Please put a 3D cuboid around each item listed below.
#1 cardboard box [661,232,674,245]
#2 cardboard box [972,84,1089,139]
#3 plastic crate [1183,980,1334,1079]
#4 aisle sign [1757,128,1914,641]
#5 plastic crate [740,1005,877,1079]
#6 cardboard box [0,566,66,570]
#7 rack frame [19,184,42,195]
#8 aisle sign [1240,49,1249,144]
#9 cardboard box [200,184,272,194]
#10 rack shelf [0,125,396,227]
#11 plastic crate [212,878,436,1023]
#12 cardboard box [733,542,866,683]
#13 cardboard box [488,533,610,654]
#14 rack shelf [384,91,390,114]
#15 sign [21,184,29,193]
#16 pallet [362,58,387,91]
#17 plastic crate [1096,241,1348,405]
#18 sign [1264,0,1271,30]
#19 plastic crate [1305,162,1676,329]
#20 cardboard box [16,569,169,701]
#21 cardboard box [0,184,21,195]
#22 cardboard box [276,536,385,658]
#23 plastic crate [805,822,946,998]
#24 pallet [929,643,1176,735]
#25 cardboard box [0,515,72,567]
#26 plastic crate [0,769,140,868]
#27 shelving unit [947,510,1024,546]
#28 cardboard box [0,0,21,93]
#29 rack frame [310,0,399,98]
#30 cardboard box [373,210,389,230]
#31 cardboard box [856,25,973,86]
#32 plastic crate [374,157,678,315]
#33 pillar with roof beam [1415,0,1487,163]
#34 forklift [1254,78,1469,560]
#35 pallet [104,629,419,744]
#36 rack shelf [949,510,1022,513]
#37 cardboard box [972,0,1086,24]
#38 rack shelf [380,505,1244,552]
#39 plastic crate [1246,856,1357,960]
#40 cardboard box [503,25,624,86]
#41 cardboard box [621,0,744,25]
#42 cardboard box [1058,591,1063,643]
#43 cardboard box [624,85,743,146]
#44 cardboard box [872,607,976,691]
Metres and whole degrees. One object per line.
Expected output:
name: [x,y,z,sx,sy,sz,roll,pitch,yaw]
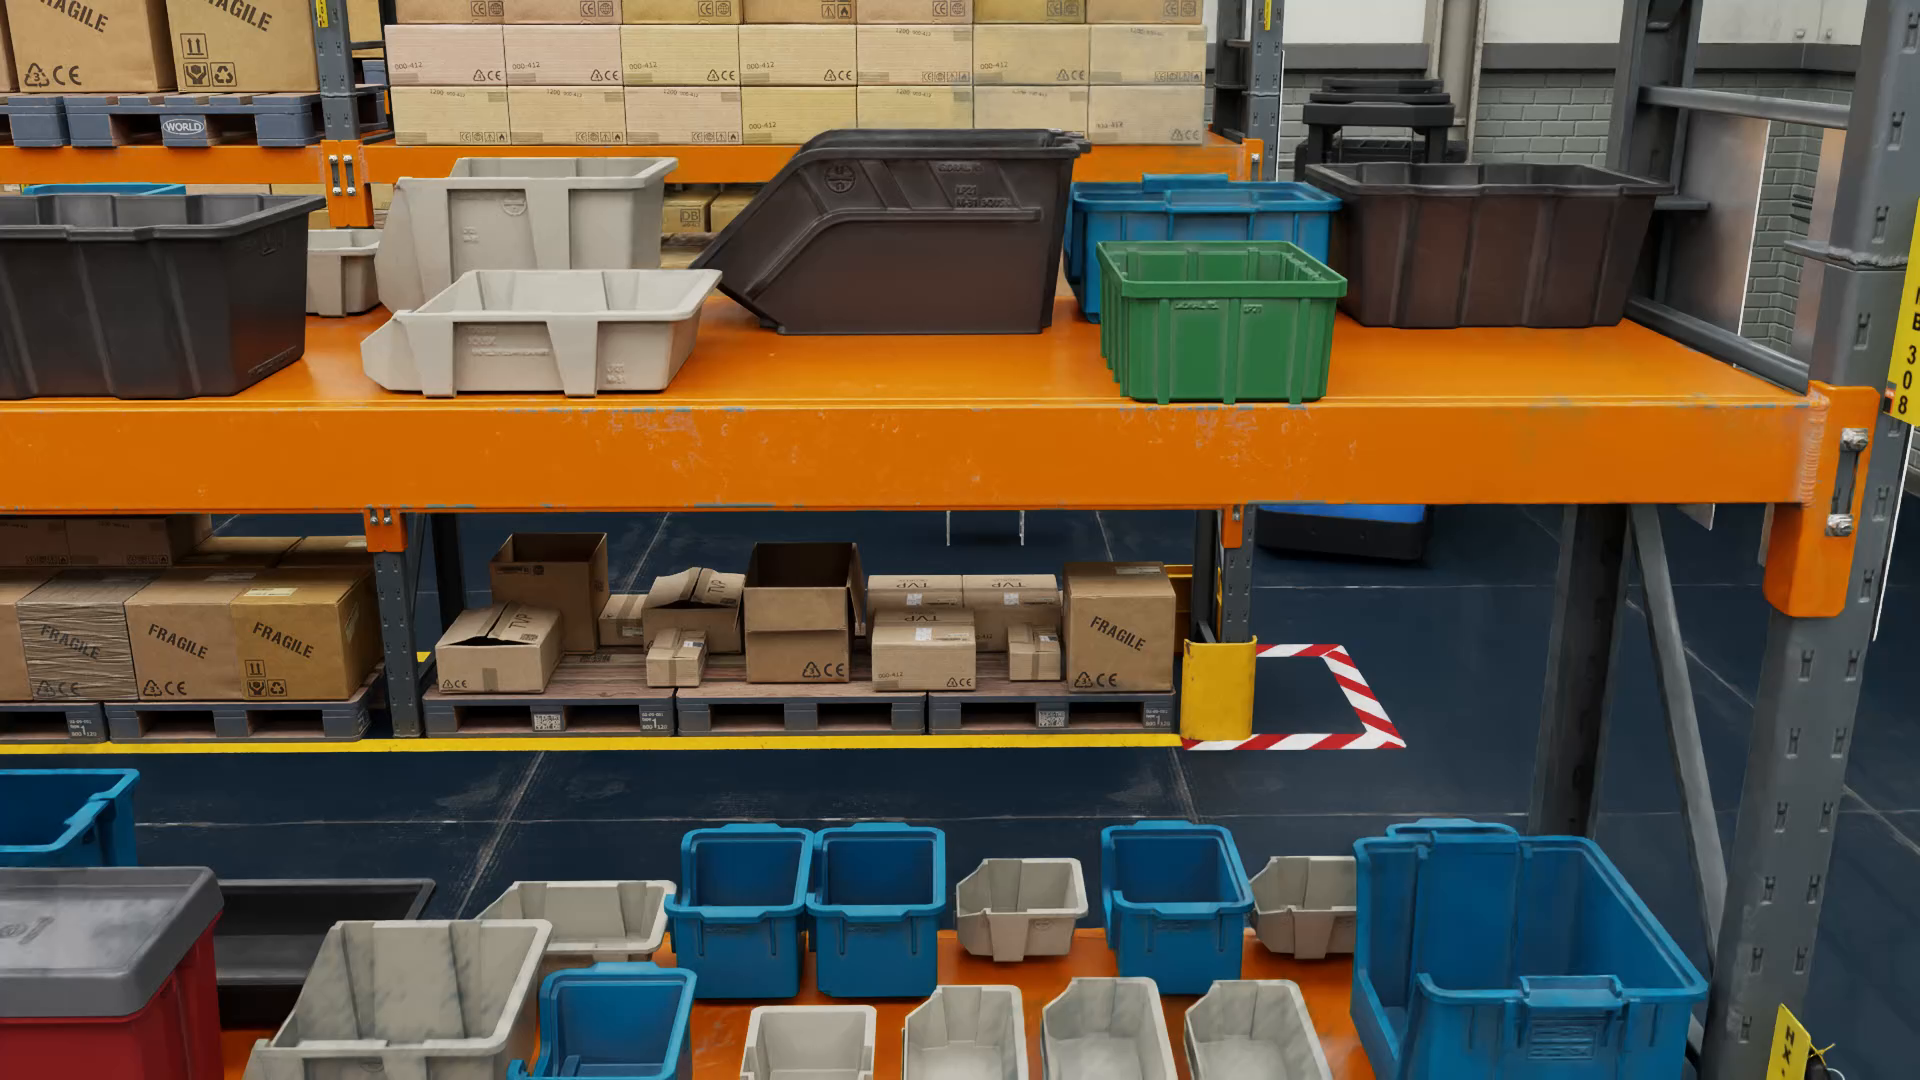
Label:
cardboard box: [-1.673,-1.227,8.161,0.500,0.500,0.500,-1,18,-2]
cardboard box: [0.303,-1.913,7.434,0.500,0.250,0.500,0,18,-1]
plastic crate: [0.574,1.031,3.255,0.243,0.136,0.396,0,18,-1]
aisle sign: [1.463,-0.274,2.734,0.004,0.787,0.394,0,18,-1]
plastic crate: [-0.289,1.044,3.215,0.250,0.136,0.298,0,18,-1]
cardboard box: [-4.713,0.299,8.578,0.500,0.500,0.500,-1,18,-3]
rack frame: [-6.768,-2.112,12.721,0.127,3.000,1.000,0,18,-1]
aisle sign: [1.376,-1.966,8.009,0.004,0.787,0.394,0,18,-1]
cardboard box: [-5.273,-2.598,12.324,0.500,0.250,0.500,0,18,0]
rack shelf: [-4.687,-1.695,7.687,4.000,0.370,1.077,0,18,-1]
plastic crate: [-1.498,0.909,3.654,0.590,0.125,0.437,0,18,-1]
cardboard box: [-0.809,0.350,8.412,0.637,0.503,0.797,0,18,-1]
cardboard box: [-2.122,0.273,8.658,0.500,0.500,0.500,0,18,-1]
rack shelf: [-4.769,-3.208,12.403,4.000,0.370,1.077,0,18,-1]
sign: [-6.750,-2.460,12.040,0.005,0.325,0.100,0,18,-1]
pallet: [-3.685,-3.449,12.292,1.217,0.209,0.805,-1,18,-3]
plastic crate: [0.405,-0.360,2.696,0.336,0.188,0.450,0,18,-1]
sign: [1.301,-2.318,7.003,0.005,0.325,0.100,0,18,-1]
plastic crate: [0.998,-0.574,3.230,0.590,0.269,0.497,0,18,-1]
cardboard box: [-4.172,0.454,8.093,0.500,0.500,0.500,0,18,0]
cardboard box: [-7.113,-2.667,12.506,0.250,0.149,0.380,-3,18,-8]
cardboard box: [-3.175,0.290,8.604,0.500,0.500,0.500,-1,18,-3]
plastic crate: [-0.182,0.833,3.715,0.300,0.233,0.416,0,18,-1]
pallet: [0.439,0.695,8.537,1.213,0.211,1.003,0,18,-1]
cardboard box: [-4.676,-0.059,8.467,0.500,0.250,0.500,-1,18,-2]
plastic crate: [-2.151,0.767,3.674,0.575,0.384,0.392,0,18,-1]
shelving unit: [0.165,-0.572,10.867,0.503,1.200,0.258,0,18,-1]
cardboard box: [-4.526,-2.355,7.552,0.600,0.600,0.600,-1,18,-3]
rack frame: [-2.687,-3.475,7.149,0.127,3.000,1.000,0,18,-1]
cardboard box: [-4.239,-2.246,12.454,0.500,0.500,0.500,0,18,-1]
cardboard box: [-0.197,-2.149,7.351,0.500,0.250,0.500,0,18,-1]
plastic crate: [-0.834,-0.580,3.229,0.530,0.282,0.437,0,18,-1]
pillar with roof beam: [3.984,-3.970,8.690,0.400,9.000,9.100,0,18,-1]
forklift: [2.844,-1.682,11.493,1.130,2.935,3.031,6,19,17]
pallet: [-3.500,0.725,8.443,1.213,0.211,1.003,0,18,-1]
rack shelf: [0.165,-0.283,10.960,0.480,0.148,0.258,0,18,-1]
cardboard box: [0.298,-2.606,7.549,0.500,0.500,0.700,0,18,-1]
rack shelf: [-0.687,-0.286,8.205,4.000,0.370,1.077,0,18,-1]
plastic crate: [0.813,0.849,3.824,0.298,0.136,0.250,0,18,-1]
cardboard box: [-1.697,-2.143,7.333,0.500,0.250,0.500,0,18,-1]
cardboard box: [-1.199,-2.548,7.368,0.500,0.500,0.700,0,18,-1]
cardboard box: [0.638,0.400,8.808,0.250,0.166,0.380,0,18,-1]
cardboard box: [-1.197,-1.905,7.411,0.500,0.250,0.500,0,18,-1]
cardboard box: [-0.178,0.535,8.249,0.500,0.250,0.500,0,18,-1]
